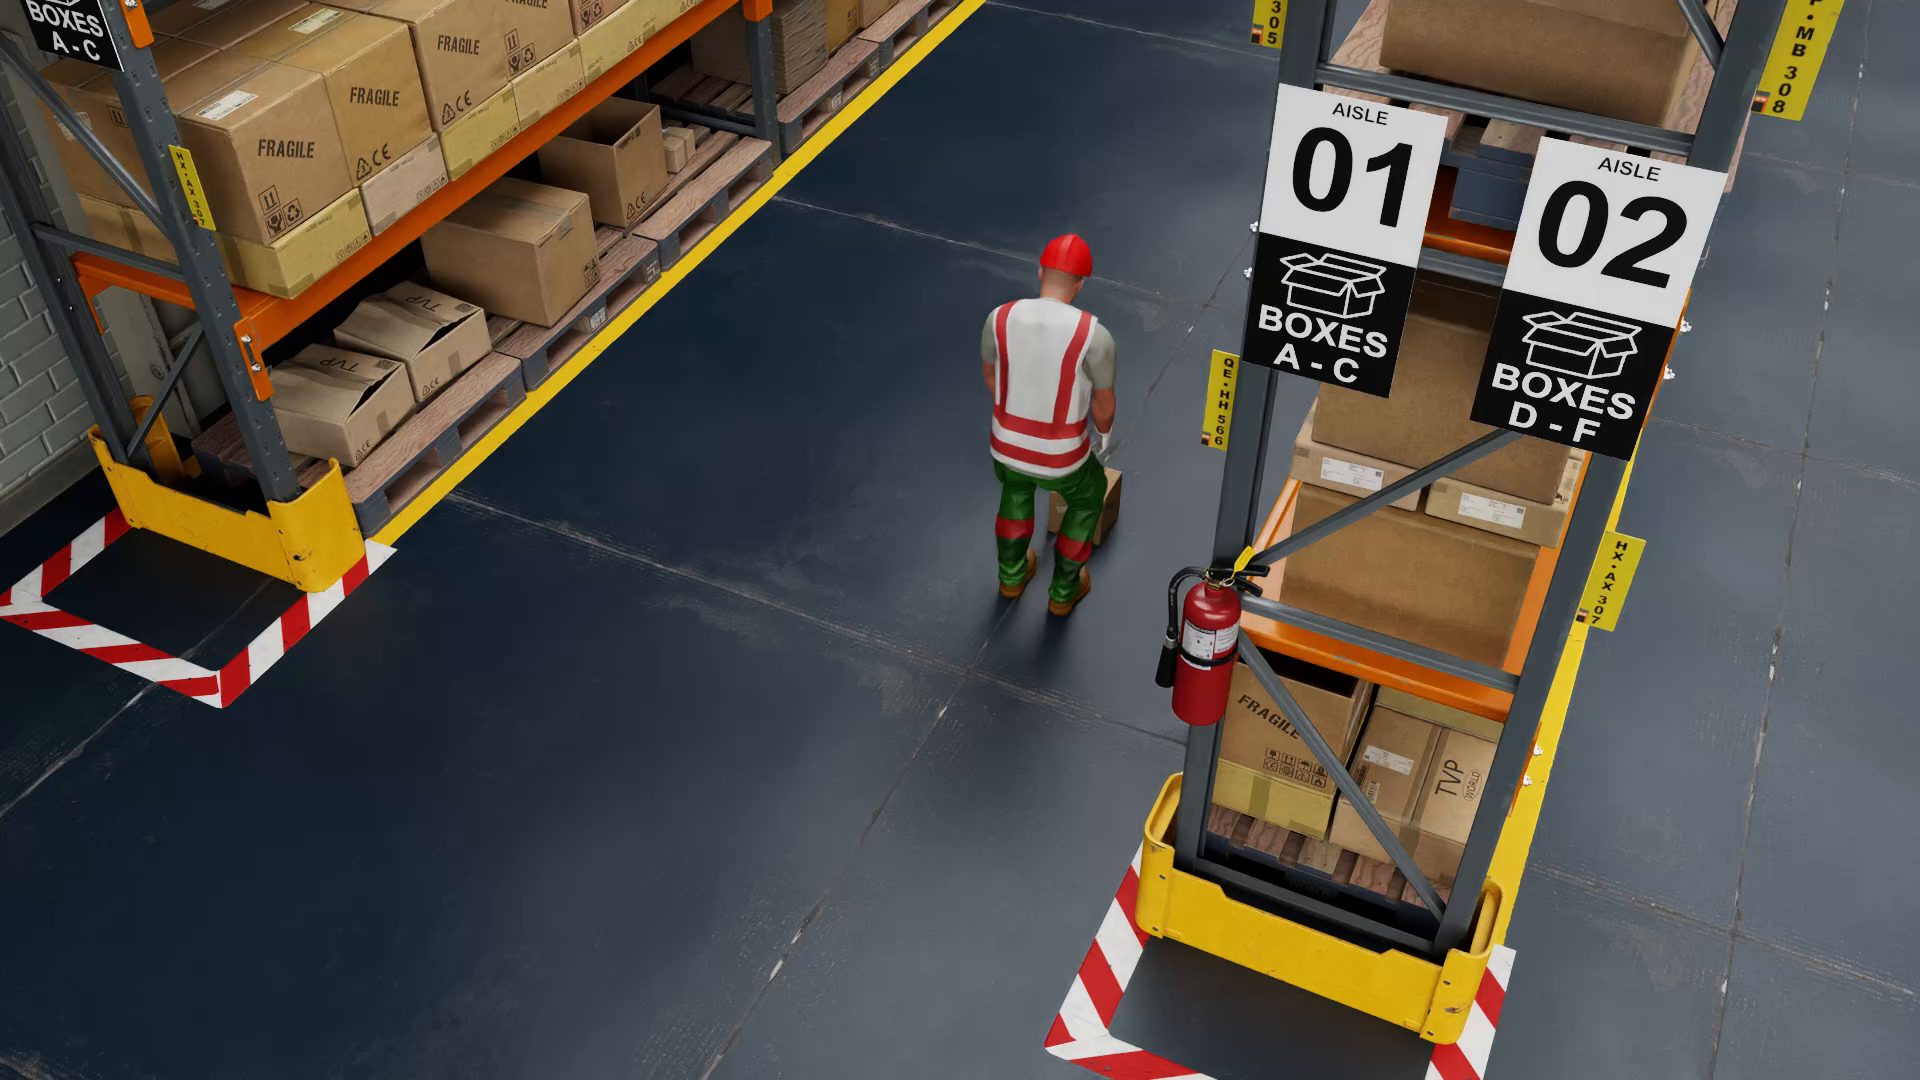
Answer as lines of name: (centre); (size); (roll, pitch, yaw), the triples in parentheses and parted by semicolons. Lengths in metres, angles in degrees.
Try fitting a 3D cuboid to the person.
person: (0.345, -0.442, 6.747); (0.564, 1.647, 0.580); (18, 45, 19)
